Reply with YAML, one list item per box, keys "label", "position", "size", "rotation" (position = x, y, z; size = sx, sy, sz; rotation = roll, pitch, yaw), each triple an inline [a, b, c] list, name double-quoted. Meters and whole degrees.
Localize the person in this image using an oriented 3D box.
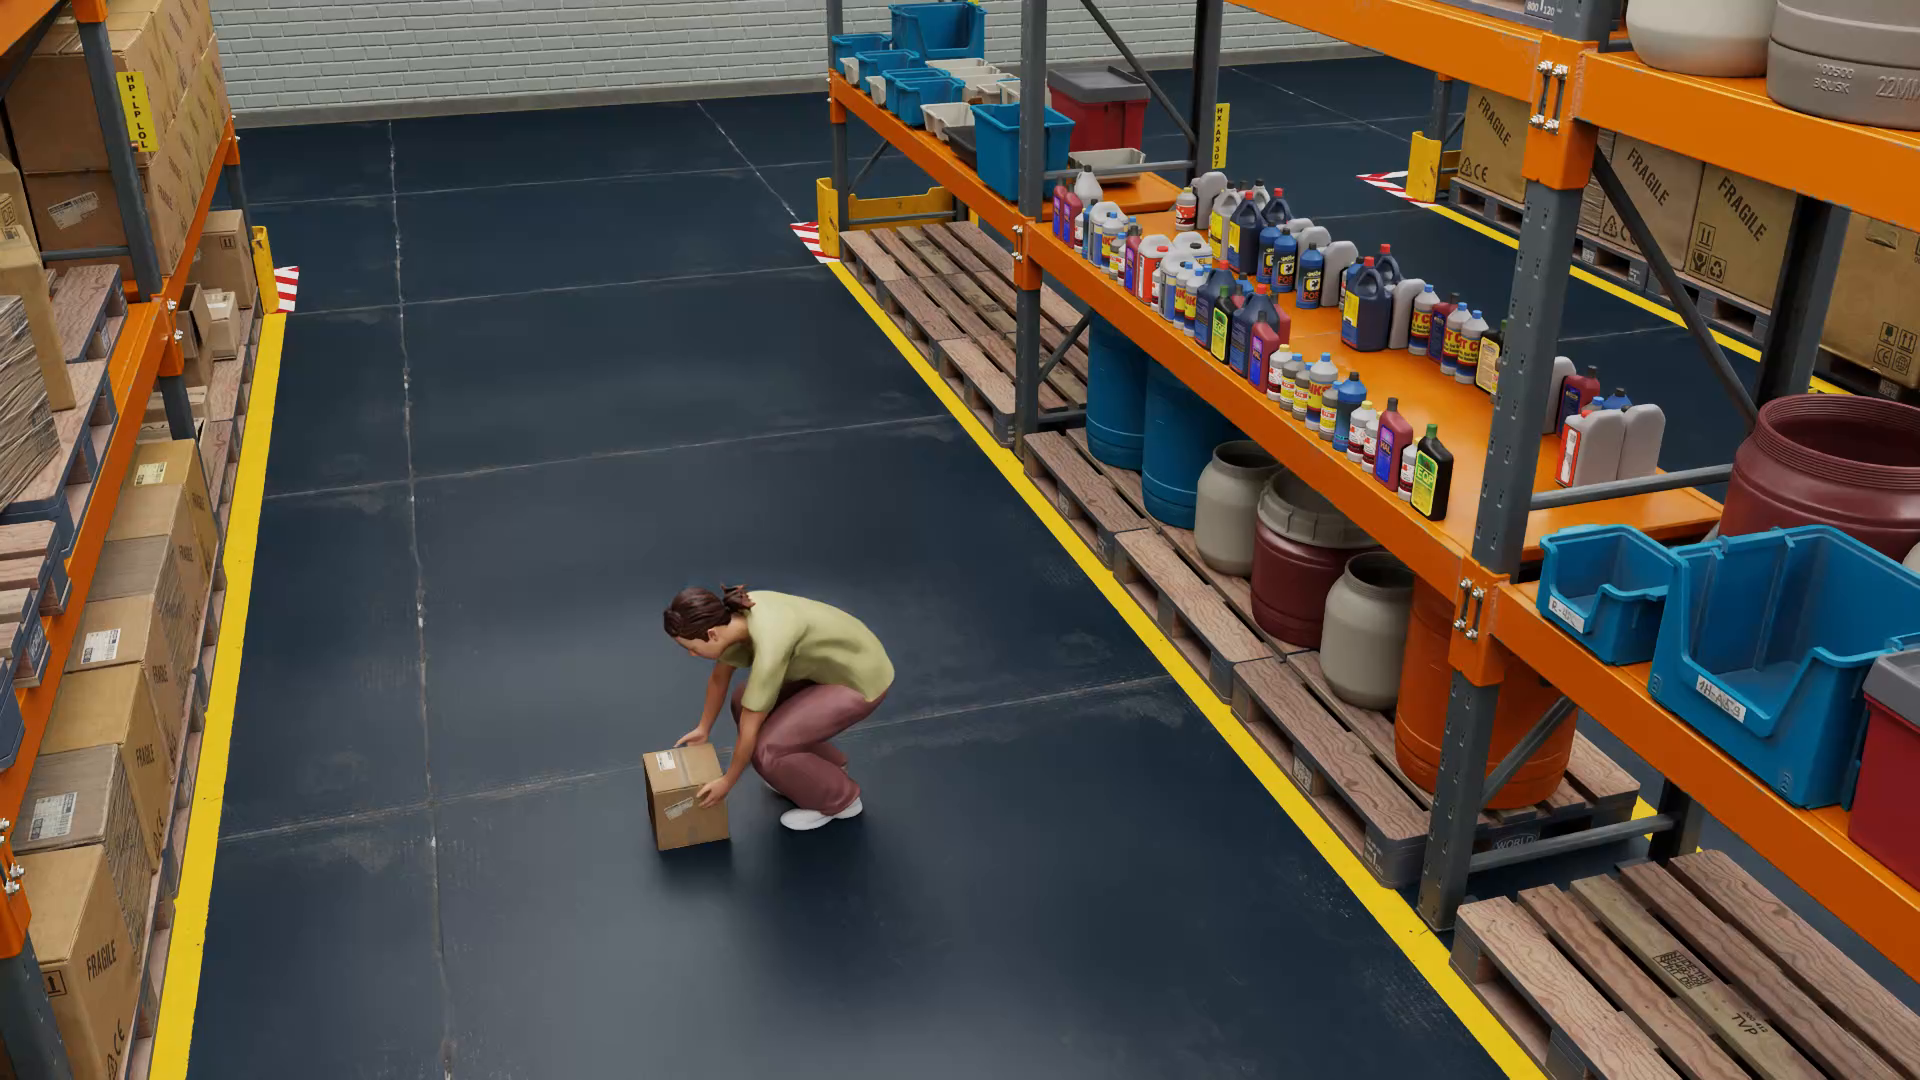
- label: "person"
  position: [-0.616, 0.549, 5.804]
  size: [0.787, 0.974, 0.494]
  rotation: [-8, 28, -16]
